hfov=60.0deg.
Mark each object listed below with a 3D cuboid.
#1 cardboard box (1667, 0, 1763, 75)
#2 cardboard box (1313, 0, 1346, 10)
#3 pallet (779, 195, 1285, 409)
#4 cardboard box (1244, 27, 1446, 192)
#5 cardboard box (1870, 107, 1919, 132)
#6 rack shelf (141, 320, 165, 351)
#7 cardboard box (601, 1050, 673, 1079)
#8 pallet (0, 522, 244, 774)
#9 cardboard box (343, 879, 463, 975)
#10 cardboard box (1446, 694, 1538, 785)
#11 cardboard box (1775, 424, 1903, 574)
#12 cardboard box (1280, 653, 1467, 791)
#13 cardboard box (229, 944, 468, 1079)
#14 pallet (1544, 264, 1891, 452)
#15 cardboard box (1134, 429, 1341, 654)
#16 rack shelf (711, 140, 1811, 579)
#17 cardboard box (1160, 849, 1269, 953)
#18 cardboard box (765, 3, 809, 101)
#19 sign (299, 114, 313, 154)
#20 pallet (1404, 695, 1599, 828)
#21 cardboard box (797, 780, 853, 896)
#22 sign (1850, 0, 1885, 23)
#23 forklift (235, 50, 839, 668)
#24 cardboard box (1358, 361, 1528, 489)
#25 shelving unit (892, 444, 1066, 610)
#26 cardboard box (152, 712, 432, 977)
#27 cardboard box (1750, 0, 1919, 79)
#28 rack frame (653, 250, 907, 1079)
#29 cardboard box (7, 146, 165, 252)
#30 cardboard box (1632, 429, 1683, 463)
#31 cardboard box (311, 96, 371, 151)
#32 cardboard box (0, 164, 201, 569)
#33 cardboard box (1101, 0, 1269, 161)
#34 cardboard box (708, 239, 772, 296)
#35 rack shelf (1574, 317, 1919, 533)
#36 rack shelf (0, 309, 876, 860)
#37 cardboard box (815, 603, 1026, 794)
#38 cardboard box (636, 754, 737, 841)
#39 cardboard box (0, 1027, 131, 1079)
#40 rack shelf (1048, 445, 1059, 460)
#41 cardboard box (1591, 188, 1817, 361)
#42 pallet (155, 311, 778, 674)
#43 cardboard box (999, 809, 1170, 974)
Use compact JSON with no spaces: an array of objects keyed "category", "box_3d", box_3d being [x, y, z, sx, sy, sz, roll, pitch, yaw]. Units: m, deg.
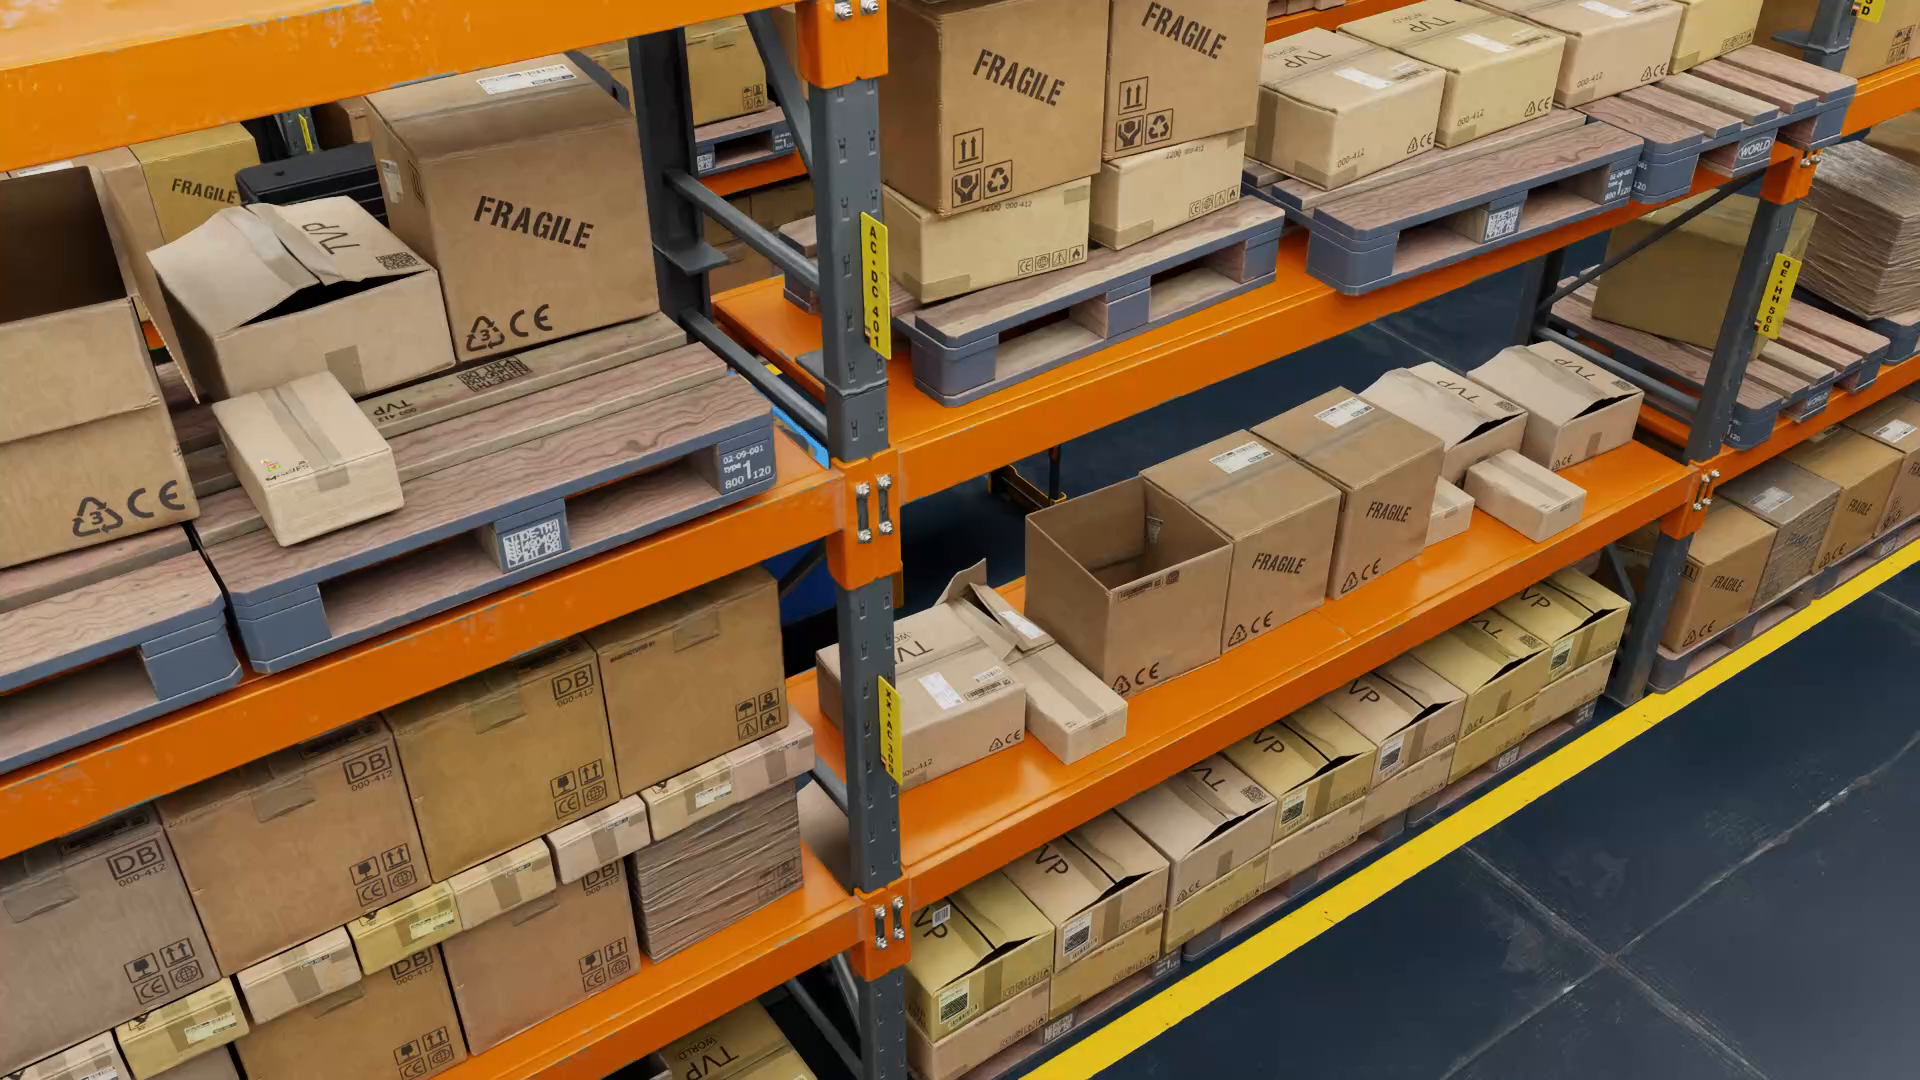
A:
[{"category":"cardboard box","box_3d":[2.424,-1.860,5.780,0.500,0.250,0.500,-26,43,-31]},{"category":"cardboard box","box_3d":[2.449,-3.799,11.474,0.250,0.149,0.380,-22,41,-28]},{"category":"pallet","box_3d":[0.206,-0.809,4.715,1.217,0.209,0.805,-24,42,-30]},{"category":"cardboard box","box_3d":[1.090,-1.308,5.012,0.500,0.250,0.500,-26,43,-32]},{"category":"cardboard box","box_3d":[4.990,-1.954,8.266,0.500,0.500,0.700,-16,39,-21]},{"category":"rack shelf","box_3d":[-4.999,-0.765,7.674,4.000,0.370,1.077,-22,41,-28]},{"category":"cardboard box","box_3d":[-1.176,1.698,4.987,0.500,0.500,0.500,-22,41,-28]},{"category":"pallet","box_3d":[-2.186,0.159,3.280,1.213,0.211,1.003,-22,41,-28]},{"category":"cardboard box","box_3d":[-1.439,0.865,4.151,0.250,0.149,0.380,-23,41,-28]},{"category":"cardboard box","box_3d":[2.053,0.702,7.013,0.500,0.250,0.500,-23,42,-28]},{"category":"cardboard box","box_3d":[4.136,-0.237,8.089,0.500,0.500,0.500,-23,42,-28]},{"category":"cardboard box","box_3d":[1.640,0.646,6.611,0.500,0.311,0.500,-23,41,-28]},{"category":"cardboard box","box_3d":[-1.706,1.093,4.390,0.500,0.500,0.700,-22,41,-27]},{"category":"pallet","box_3d":[3.276,-0.895,7.404,1.003,0.211,1.213,-22,41,-28]},{"category":"cardboard box","box_3d":[0.970,-0.003,5.913,0.500,0.500,0.500,-22,41,-28]},{"category":"rack shelf","box_3d":[1.127,-0.965,5.383,4.000,0.370,1.077,-22,41,-28]},{"category":"cardboard box","box_3d":[0.805,1.215,6.300,0.500,0.250,0.500,-24,42,-29]},{"category":"cardboard box","box_3d":[-0.914,-2.930,9.606,0.500,0.500,0.700,-27,43,-32]},{"category":"sign","box_3d":[-3.046,-1.824,7.790,0.005,0.325,0.100,-22,41,-28]},{"category":"pallet","box_3d":[2.067,0.678,7.439,1.213,0.211,1.003,-22,41,-28]},{"category":"cardboard box","box_3d":[-0.342,1.079,6.010,0.500,0.311,0.500,-22,41,-28]},{"category":"sign","box_3d":[3.075,-1.904,5.562,0.005,0.325,0.100,-22,41,-28]},{"category":"forklift","box_3d":[-2.036,-0.429,6.649,3.031,2.935,1.130,-21,41,-27]},{"category":"cardboard box","box_3d":[1.919,-0.467,6.720,0.500,0.311,0.500,-23,42,-28]},{"category":"shelving unit","box_3d":[-0.062,-0.583,8.090,1.083,1.500,0.587,-22,41,-28]},{"category":"cardboard box","box_3d":[-1.689,0.557,4.023,0.500,0.500,0.700,-22,41,-28]},{"category":"cardboard box","box_3d":[3.099,-2.133,6.306,0.500,0.500,0.910,-22,41,-28]},{"category":"rack frame","box_3d":[-0.508,0.634,5.113,0.127,3.000,1.000,-22,41,-28]},{"category":"cardboard box","box_3d":[-3.977,-1.504,7.554,0.500,0.500,0.500,-23,41,-28]},{"category":"cardboard box","box_3d":[3.435,-0.628,7.989,0.500,0.250,0.500,-21,41,-26]},{"category":"cardboard box","box_3d":[-2.929,-2.104,8.457,0.500,0.500,0.700,-22,41,-28]},{"category":"cardboard box","box_3d":[-1.926,-0.360,3.357,0.637,0.503,0.797,-18,39,-23]},{"category":"cardboard box","box_3d":[0.471,-1.389,4.484,0.500,0.500,0.500,-18,40,-24]},{"category":"cardboard box","box_3d":[-1.531,-1.673,10.085,0.500,0.500,0.700,-23,41,-28]},{"category":"rack shelf","box_3d":[4.397,-1.093,8.130,4.000,0.370,1.077,-22,41,-28]},{"category":"rack shelf","box_3d":[-2.142,0.381,3.512,4.000,0.370,1.077,-22,41,-28]},{"category":"cardboard box","box_3d":[-0.130,0.508,5.416,0.500,0.250,0.500,-20,40,-25]},{"category":"cardboard box","box_3d":[-0.810,0.606,4.511,0.250,0.149,0.380,-23,42,-29]},{"category":"cardboard box","box_3d":[-2.076,1.129,3.783,0.250,0.149,0.380,-22,41,-27]},{"category":"rack shelf","box_3d":[-0.070,-0.434,8.191,1.000,0.185,0.538,-22,41,-28]},{"category":"cardboard box","box_3d":[3.212,-1.189,7.202,0.700,0.500,0.500,23,41,28]},{"category":"pallet","box_3d":[-1.190,-0.249,3.847,1.213,0.211,1.003,-22,41,-28]},{"category":"cardboard box","box_3d":[0.386,1.166,5.889,0.500,0.311,0.500,-23,42,-28]}]
